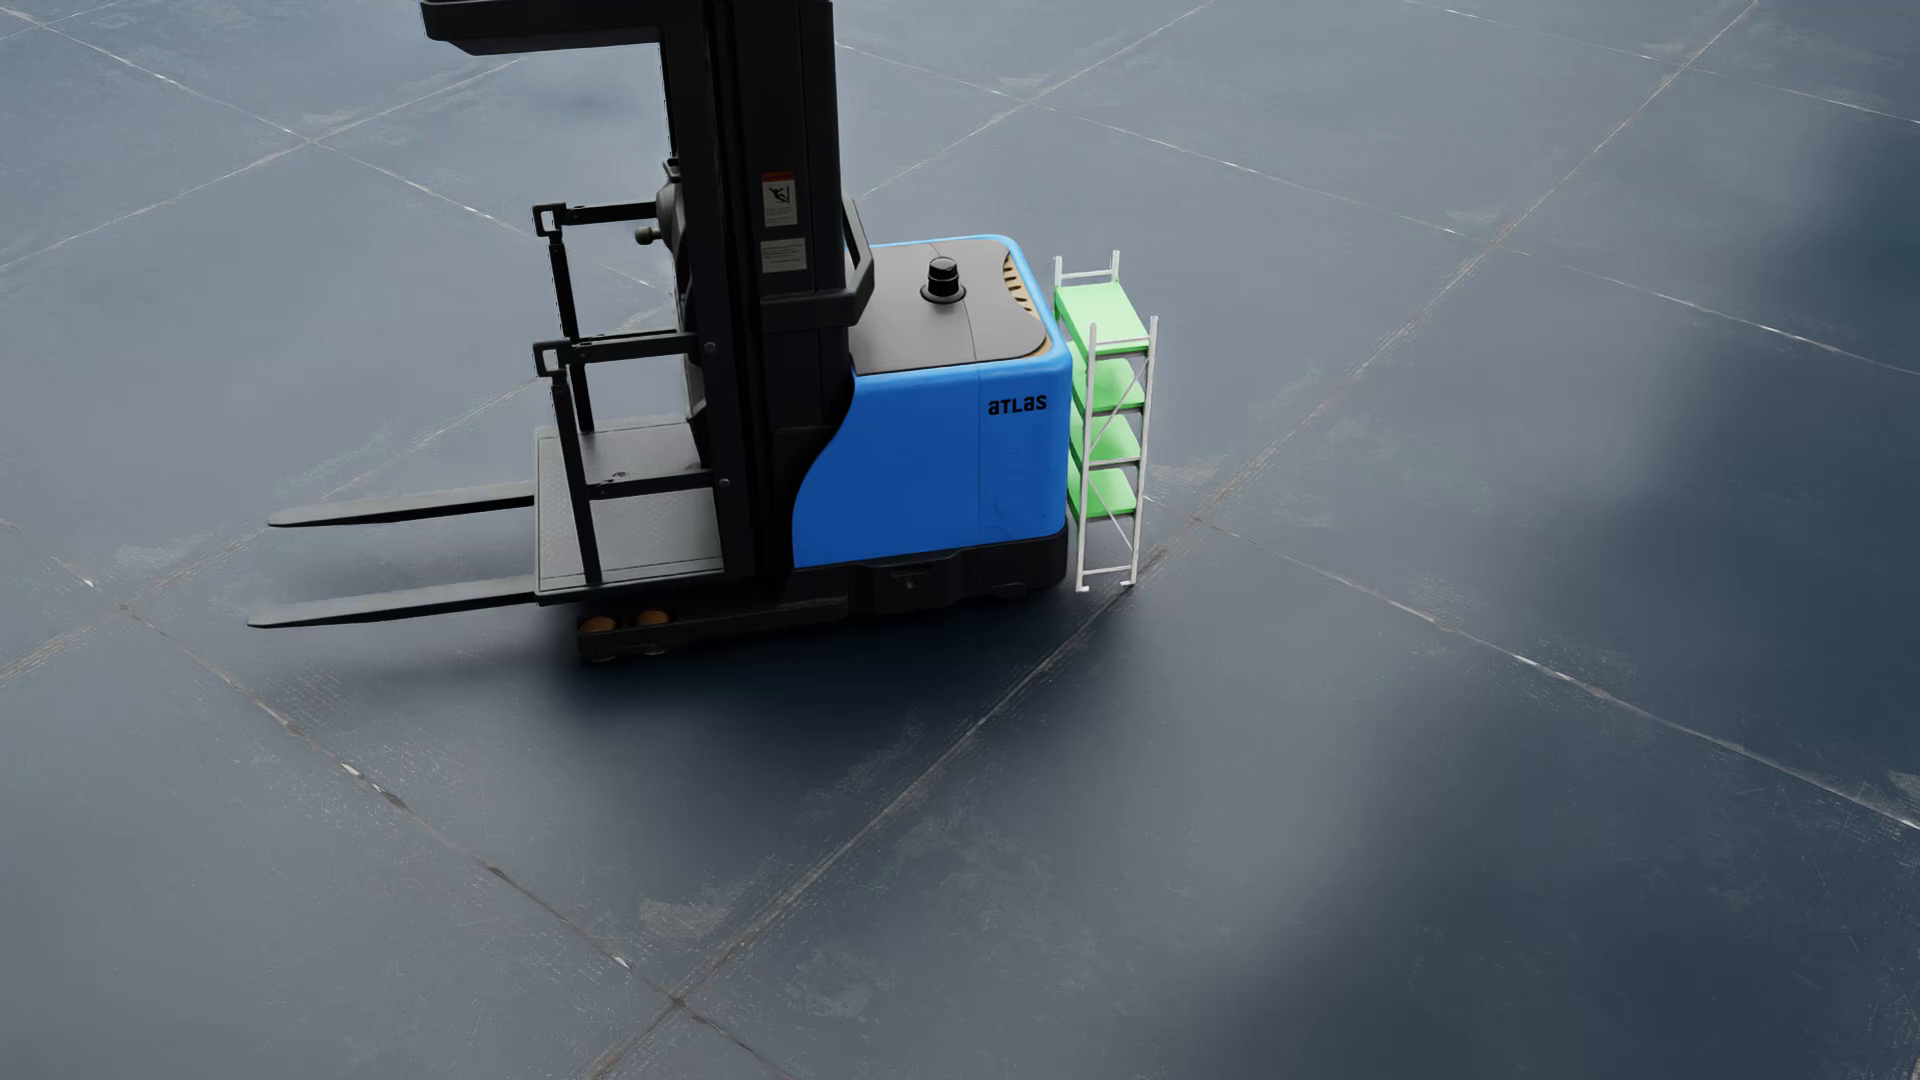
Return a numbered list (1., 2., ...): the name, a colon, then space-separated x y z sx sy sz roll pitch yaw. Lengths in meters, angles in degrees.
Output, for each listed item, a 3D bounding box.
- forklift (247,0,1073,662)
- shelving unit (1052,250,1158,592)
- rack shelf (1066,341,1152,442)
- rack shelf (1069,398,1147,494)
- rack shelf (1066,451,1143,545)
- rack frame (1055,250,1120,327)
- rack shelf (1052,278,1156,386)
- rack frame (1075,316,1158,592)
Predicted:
1. forklift: -1.155 -1.058 5.724 3.031 2.935 1.130 -7 39 -9
2. shelving unit: 0.522 -0.438 6.336 0.258 1.200 0.503 -7 39 -9
3. rack shelf: 0.522 -0.576 6.227 0.258 0.148 0.480 -7 39 -9
4. rack shelf: 0.522 -0.387 6.375 0.258 0.148 0.480 -7 39 -9
5. rack shelf: 0.522 -0.198 6.523 0.258 0.148 0.480 -7 39 -9
6. rack frame: 0.473 -0.585 6.524 0.240 1.200 0.015 -7 39 -9
7. rack shelf: 0.522 -0.765 6.079 0.258 0.148 0.480 -7 39 -9
8. rack frame: 0.570 -0.290 6.148 0.240 1.200 0.015 -7 39 -9
